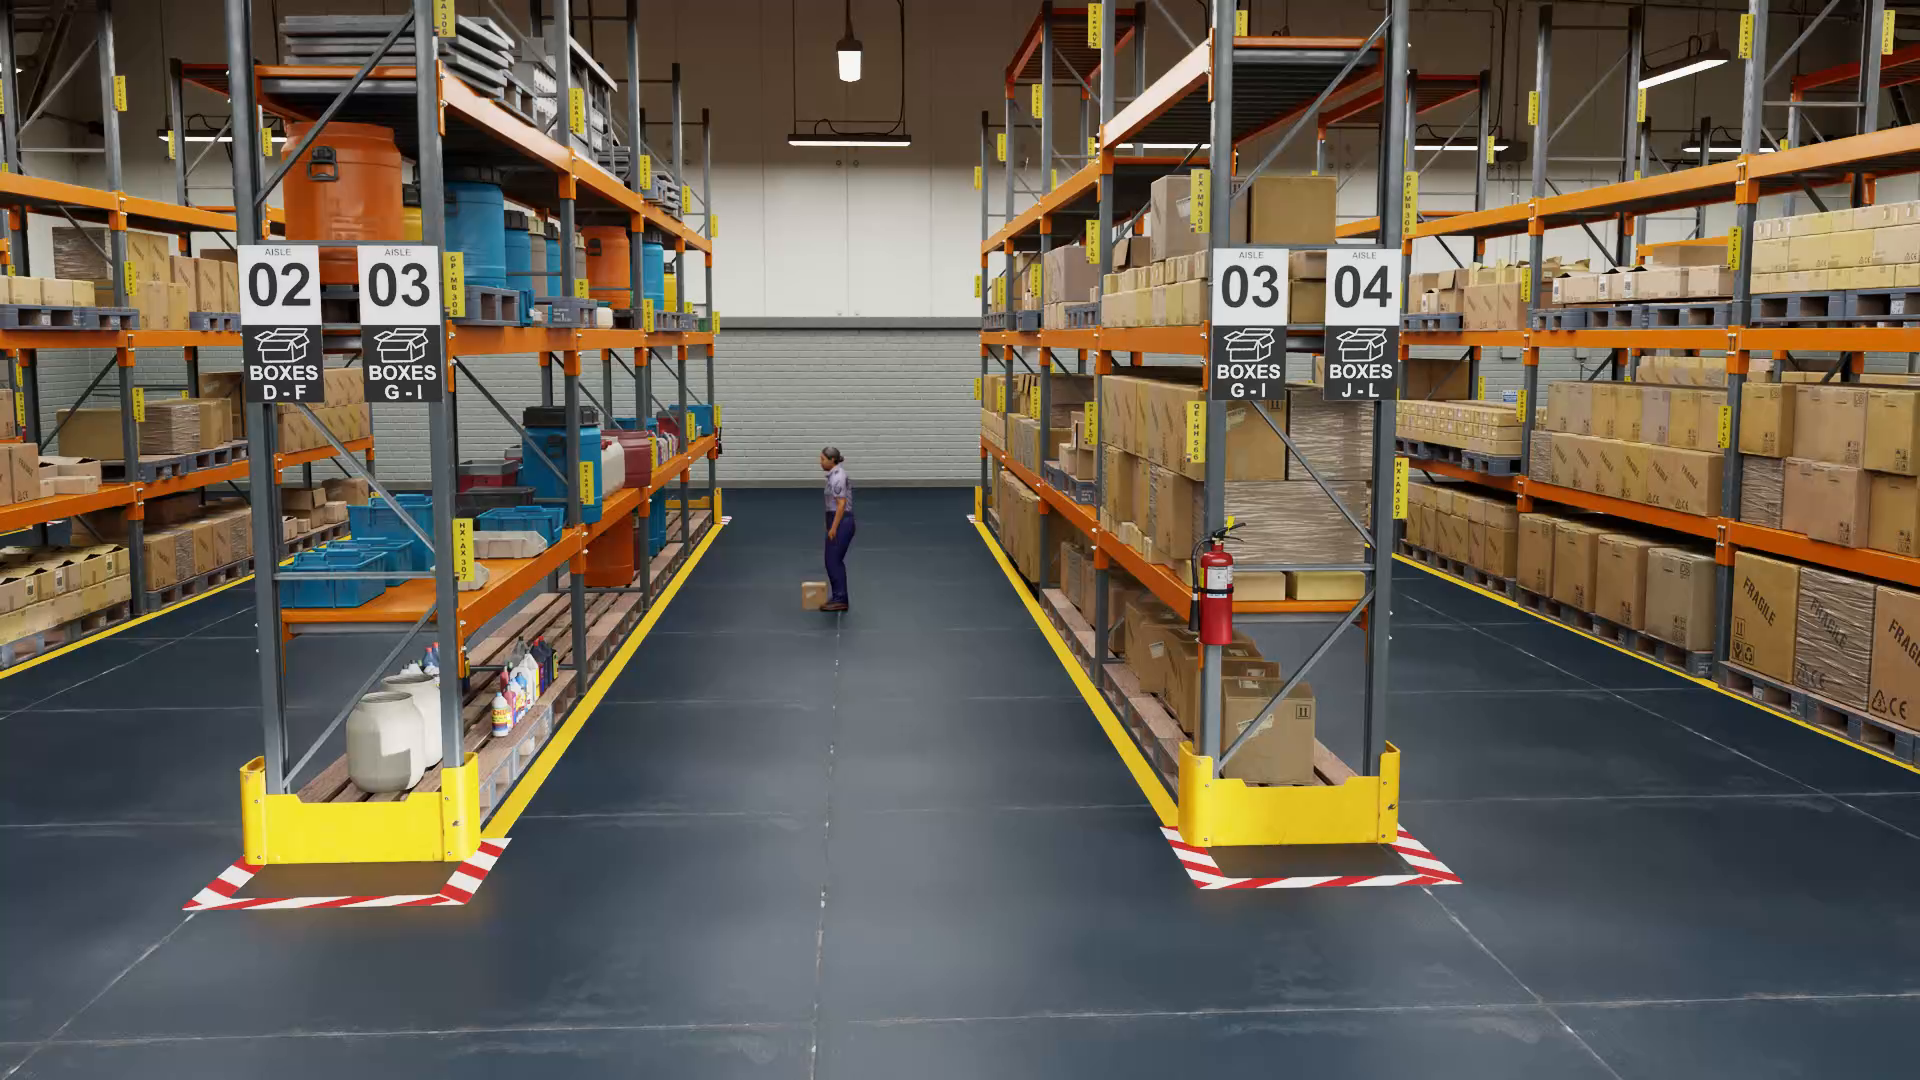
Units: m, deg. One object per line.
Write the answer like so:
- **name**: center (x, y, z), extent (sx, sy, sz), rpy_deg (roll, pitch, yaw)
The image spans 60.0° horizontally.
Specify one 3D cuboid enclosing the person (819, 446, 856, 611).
- **person**: center (-1.249, -0.129, 16.842), extent (0.374, 1.652, 0.538), rpy_deg (-1, 7, -6)
